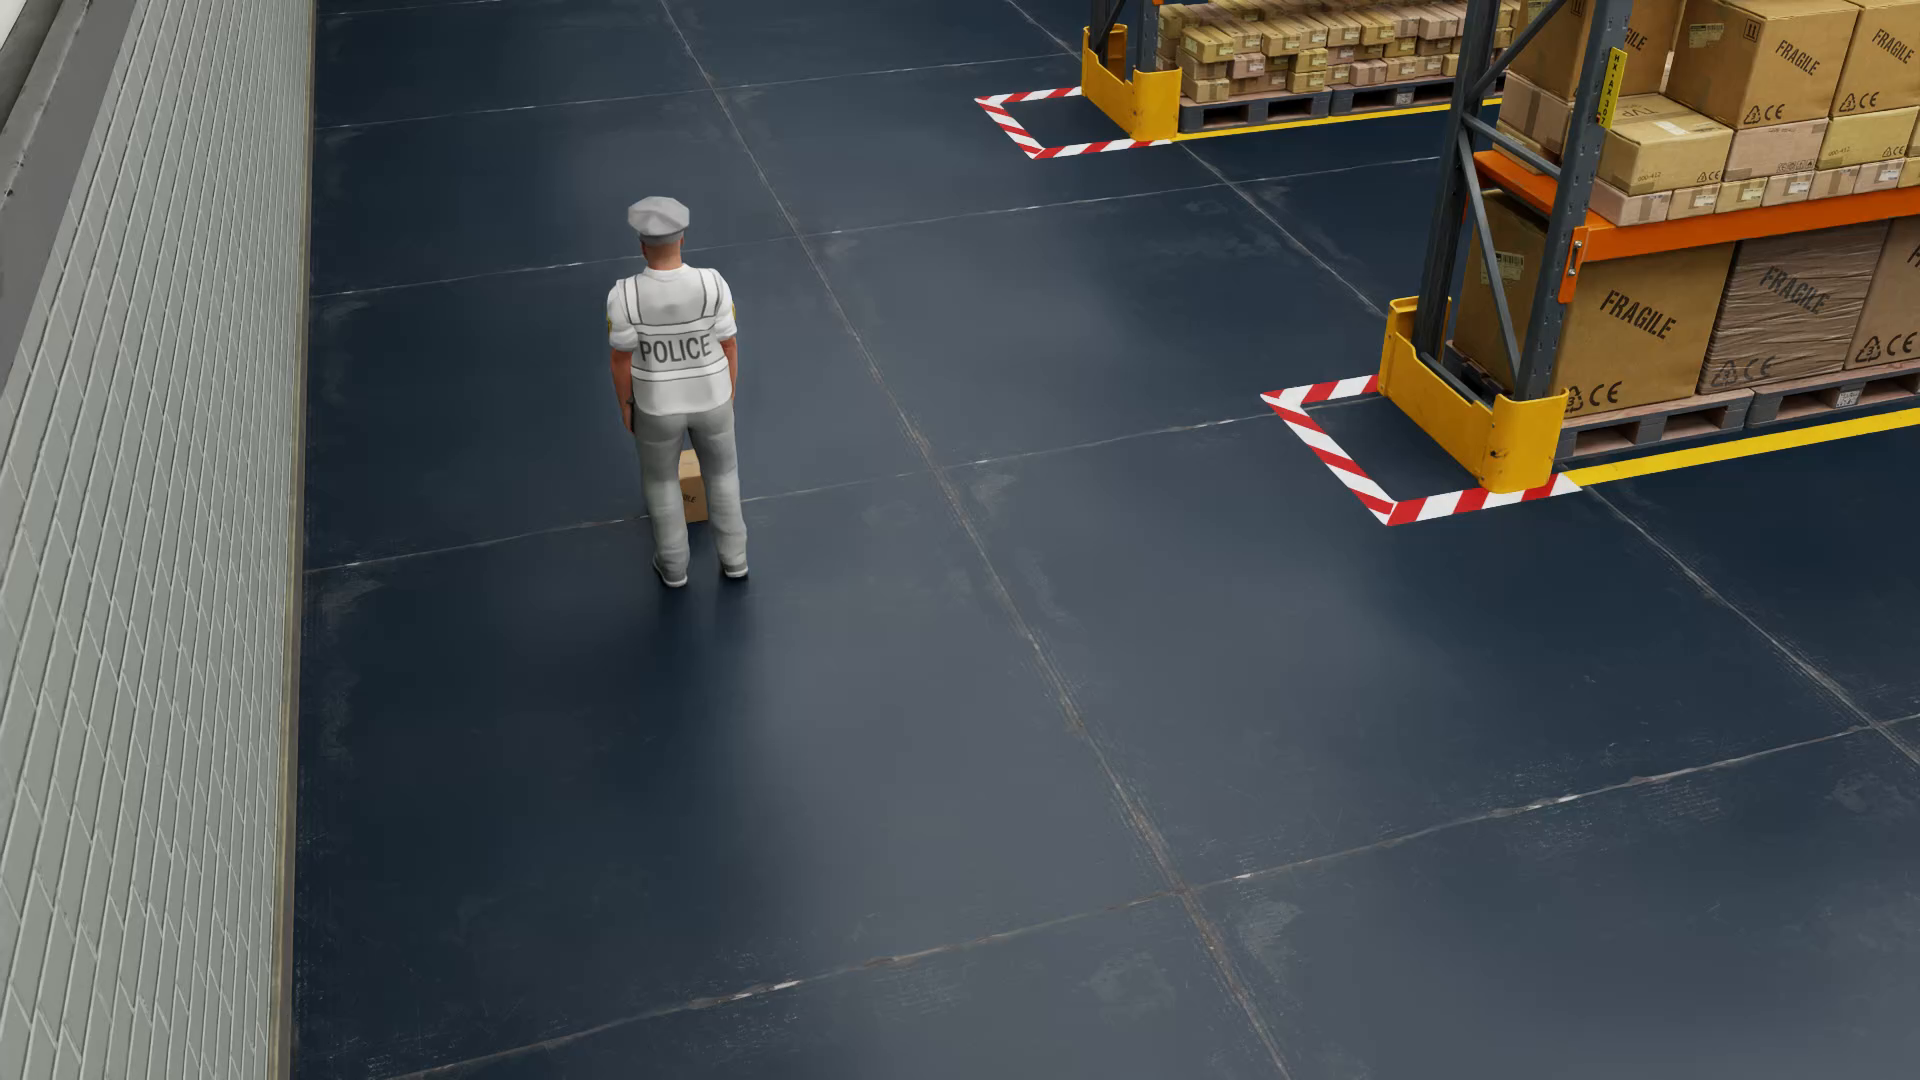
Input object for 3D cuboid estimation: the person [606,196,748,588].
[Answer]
[{"bbox_3d":[-1.195,-0.593,7.048,0.527,1.778,0.393,-9,35,-14],"label":"person"}]
